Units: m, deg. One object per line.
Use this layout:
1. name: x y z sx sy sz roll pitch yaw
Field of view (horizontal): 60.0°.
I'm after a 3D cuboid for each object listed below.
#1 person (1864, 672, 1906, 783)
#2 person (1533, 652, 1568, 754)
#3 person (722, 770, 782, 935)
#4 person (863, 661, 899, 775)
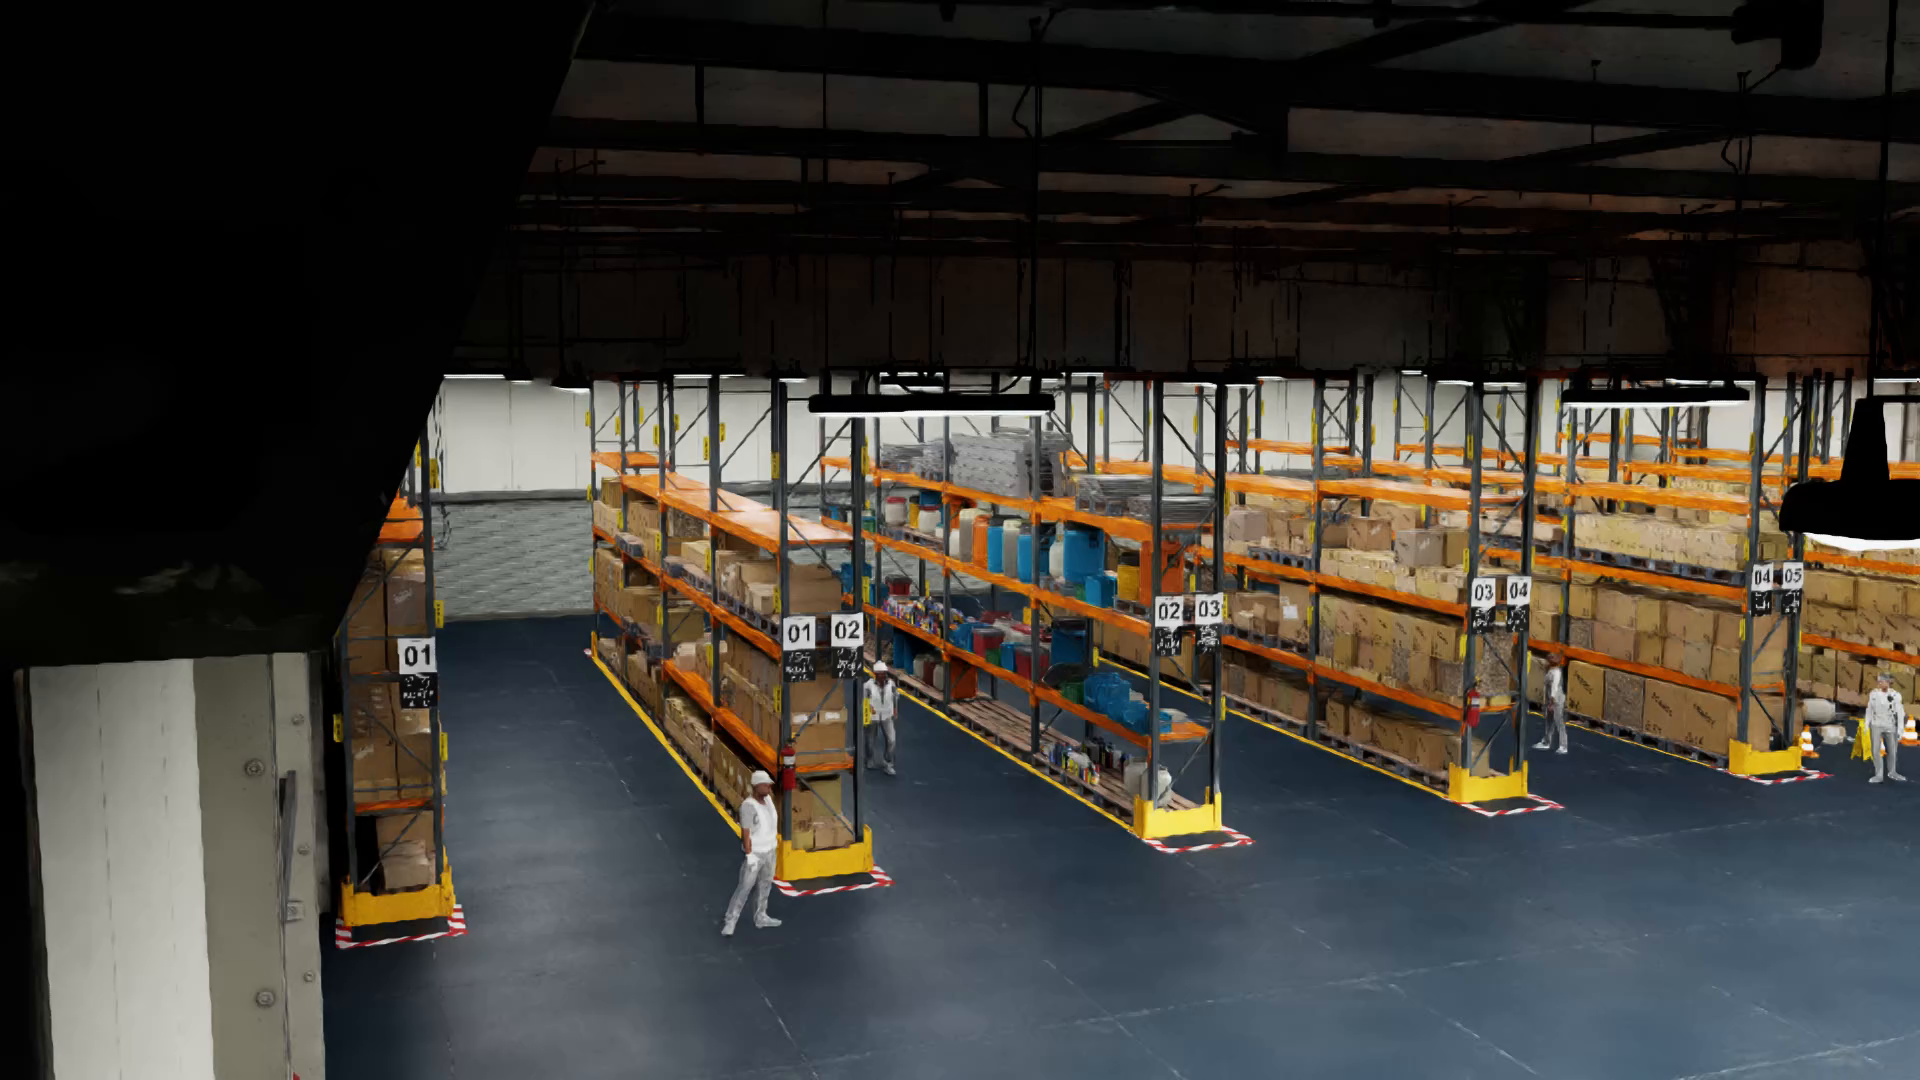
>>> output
1. person: 13.731 2.765 24.660 0.569 1.665 0.506 6 9 42
2. person: 9.436 2.573 26.500 0.522 1.591 0.523 1 6 10
3. person: -2.308 3.421 18.230 0.472 1.781 0.720 3 7 27
4. person: -1.226 2.666 25.252 0.680 1.709 0.866 -2 7 -15
